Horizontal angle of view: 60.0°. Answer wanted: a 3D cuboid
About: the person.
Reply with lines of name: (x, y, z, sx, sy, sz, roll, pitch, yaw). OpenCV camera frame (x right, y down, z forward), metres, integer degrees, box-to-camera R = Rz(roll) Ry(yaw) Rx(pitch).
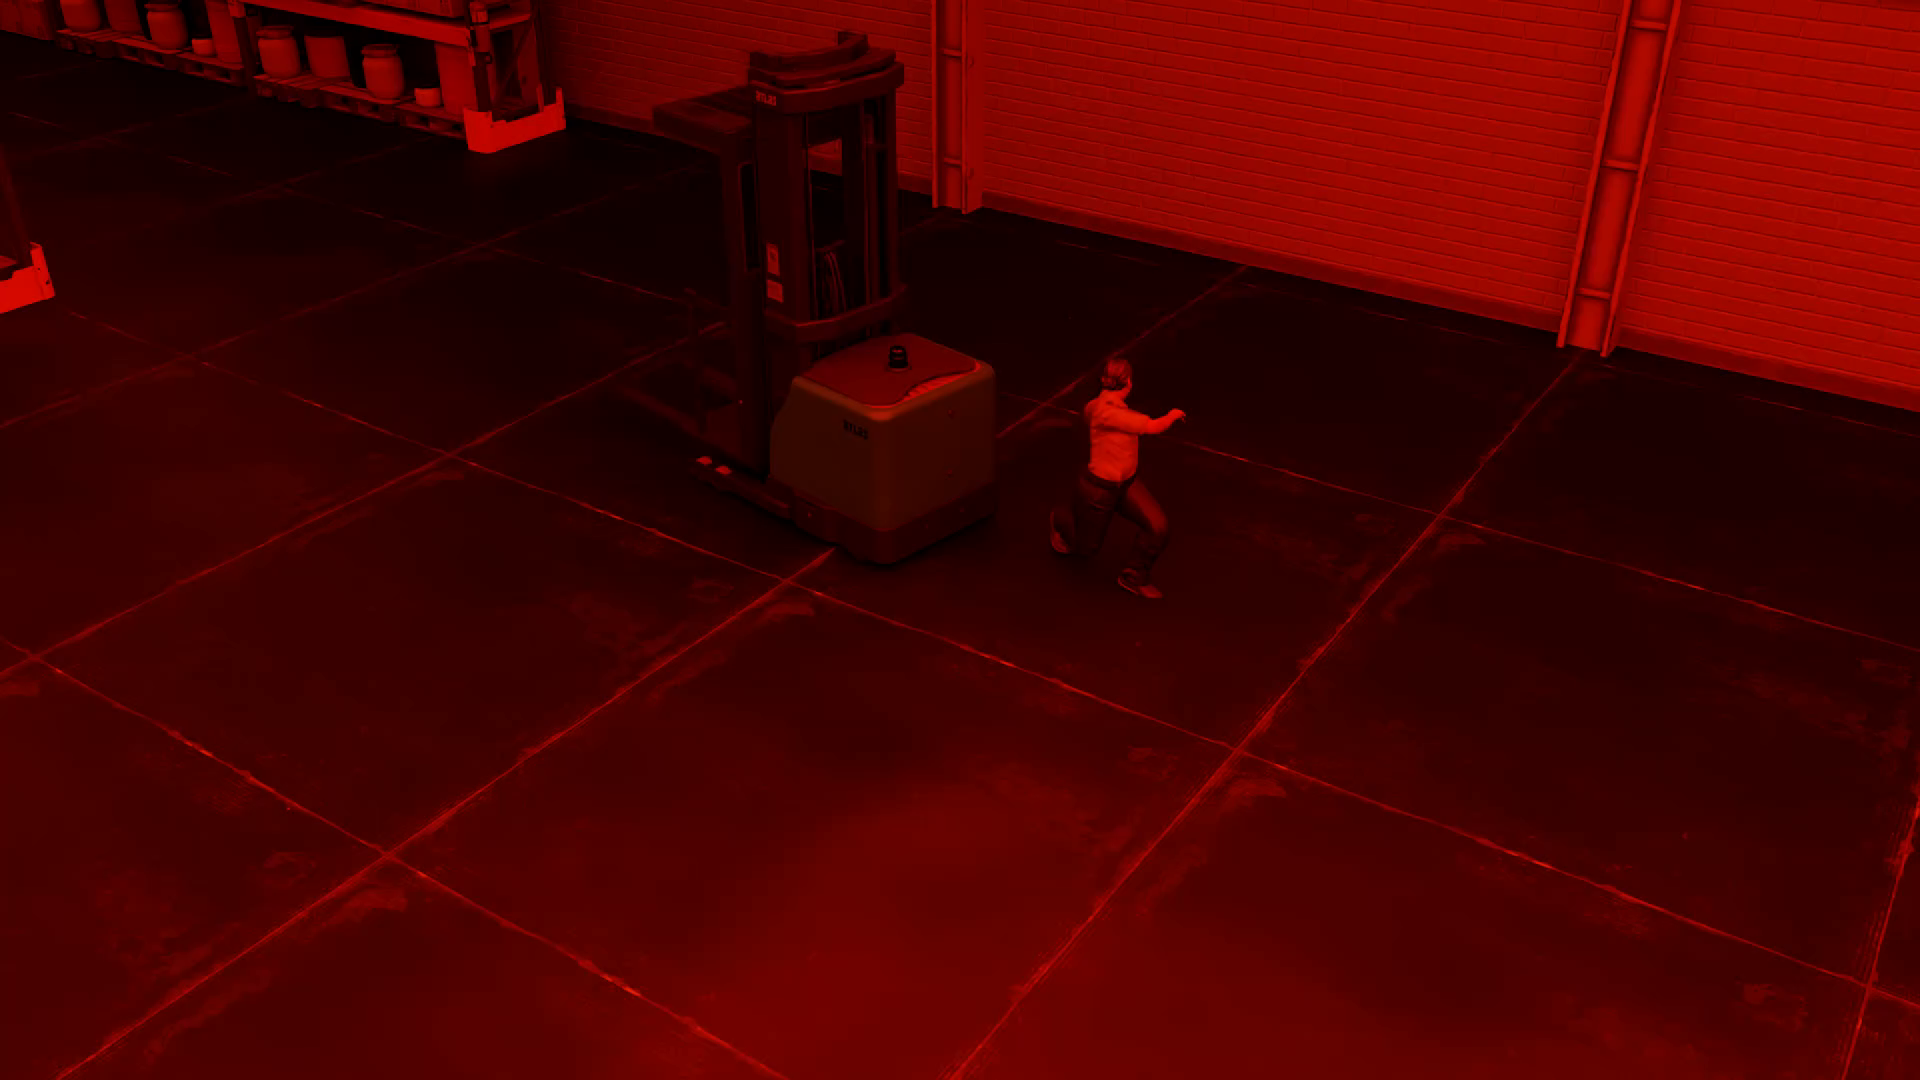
person: (0.936, -0.412, 9.902, 0.932, 1.408, 0.709, 23, 37, 34)

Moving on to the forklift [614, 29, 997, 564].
forklift: (-1.171, -1.755, 10.604, 3.031, 2.935, 1.130, 26, 39, 37)
